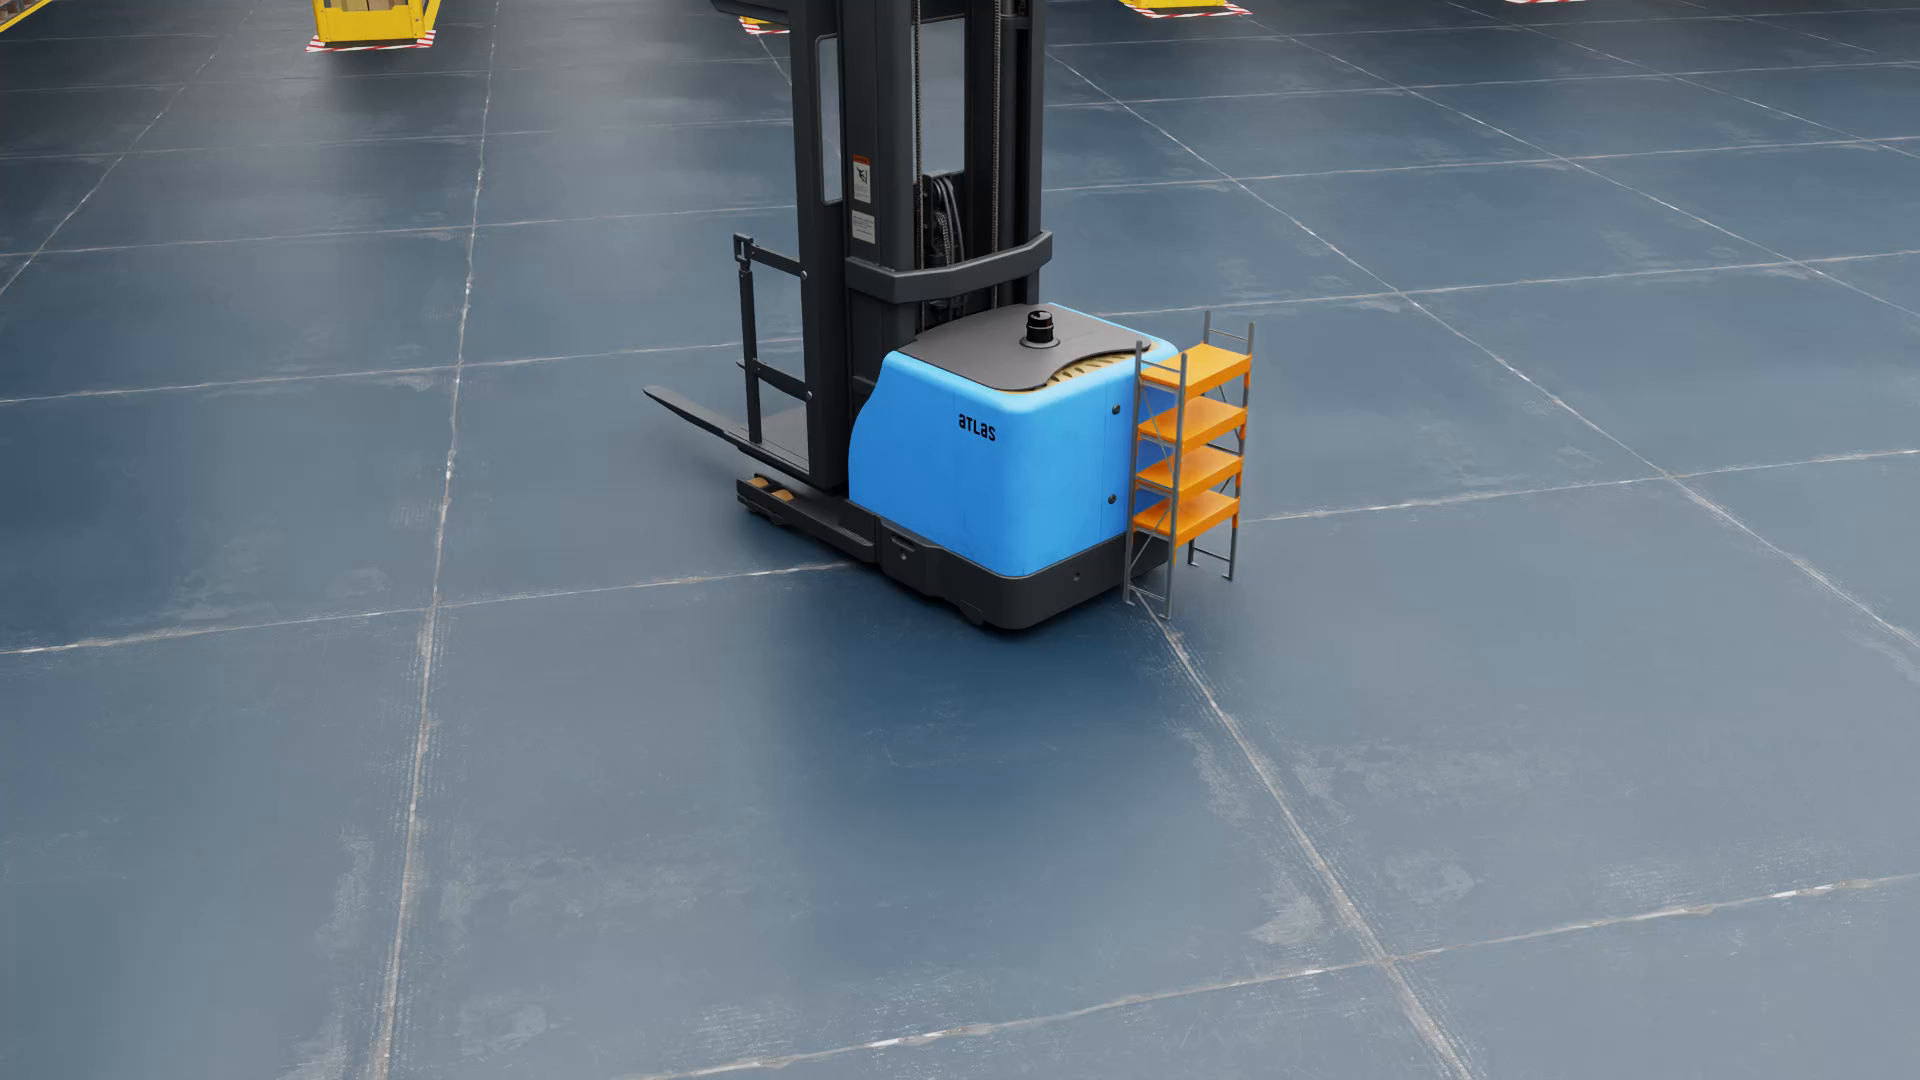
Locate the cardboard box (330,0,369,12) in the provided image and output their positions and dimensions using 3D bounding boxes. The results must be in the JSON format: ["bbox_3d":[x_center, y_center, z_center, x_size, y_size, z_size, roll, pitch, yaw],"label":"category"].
[{"bbox_3d":[-7.232,-6.354,19.596,0.500,0.250,0.500,-6,27,-12],"label":"cardboard box"}]

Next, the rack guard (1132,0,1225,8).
[{"bbox_3d":[2.812,-7.111,21.283,1.175,0.500,0.348,-6,27,-12],"label":"rack guard"}]

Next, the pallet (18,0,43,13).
[{"bbox_3d":[-12.365,-6.904,21.194,1.003,0.211,1.213,-6,27,-12],"label":"pallet"}]

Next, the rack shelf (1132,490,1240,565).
[{"bbox_3d":[0.964,-0.076,7.160,0.258,0.148,0.480,22,34,36],"label":"rack shelf"}]

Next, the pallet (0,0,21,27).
[{"bbox_3d":[-12.086,-6.367,20.131,1.003,0.211,1.213,-6,27,-12],"label":"pallet"}]

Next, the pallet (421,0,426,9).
[{"bbox_3d":[-7.308,-6.810,21.008,1.003,0.211,1.213,-6,27,-12],"label":"pallet"}]

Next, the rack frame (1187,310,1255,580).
[{"bbox_3d":[1.126,-0.396,7.203,0.240,1.200,0.015,22,34,36],"label":"rack frame"}]

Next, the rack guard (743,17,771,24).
[{"bbox_3d":[-2.060,-6.603,20.277,1.175,0.500,0.348,-6,27,-12],"label":"rack guard"}]

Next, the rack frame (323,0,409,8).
[{"bbox_3d":[-6.824,-7.189,18.664,1.000,3.000,0.127,-6,27,-12],"label":"rack frame"}]

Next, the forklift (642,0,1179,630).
[{"bbox_3d":[-0.424,-1.516,7.501,1.130,2.935,3.031,-22,34,-37],"label":"forklift"}]

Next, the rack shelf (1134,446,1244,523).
[{"bbox_3d":[0.964,-0.254,7.070,0.258,0.148,0.480,22,34,36],"label":"rack shelf"}]

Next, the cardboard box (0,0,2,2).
[{"bbox_3d":[-11.962,-6.655,19.892,0.700,0.500,0.500,-8,28,-15],"label":"cardboard box"}]

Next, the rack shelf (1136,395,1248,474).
[{"bbox_3d":[0.964,-0.453,6.970,0.258,0.148,0.480,22,34,36],"label":"rack shelf"}]

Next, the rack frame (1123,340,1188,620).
[{"bbox_3d":[0.802,-0.232,6.877,0.240,1.200,0.015,22,34,36],"label":"rack frame"}]

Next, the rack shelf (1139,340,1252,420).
[{"bbox_3d":[0.964,-0.665,6.863,0.258,0.148,0.480,22,34,36],"label":"rack shelf"}]

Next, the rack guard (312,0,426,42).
[{"bbox_3d":[-6.818,-6.062,19.206,1.175,0.500,0.348,-6,27,-12],"label":"rack guard"}]

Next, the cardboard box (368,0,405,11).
[{"bbox_3d":[-6.728,-6.407,19.700,0.500,0.250,0.500,-6,27,-12],"label":"cardboard box"}]

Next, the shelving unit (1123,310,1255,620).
[{"bbox_3d":[0.964,-0.314,7.040,0.258,1.200,0.503,22,34,36],"label":"shelving unit"}]
